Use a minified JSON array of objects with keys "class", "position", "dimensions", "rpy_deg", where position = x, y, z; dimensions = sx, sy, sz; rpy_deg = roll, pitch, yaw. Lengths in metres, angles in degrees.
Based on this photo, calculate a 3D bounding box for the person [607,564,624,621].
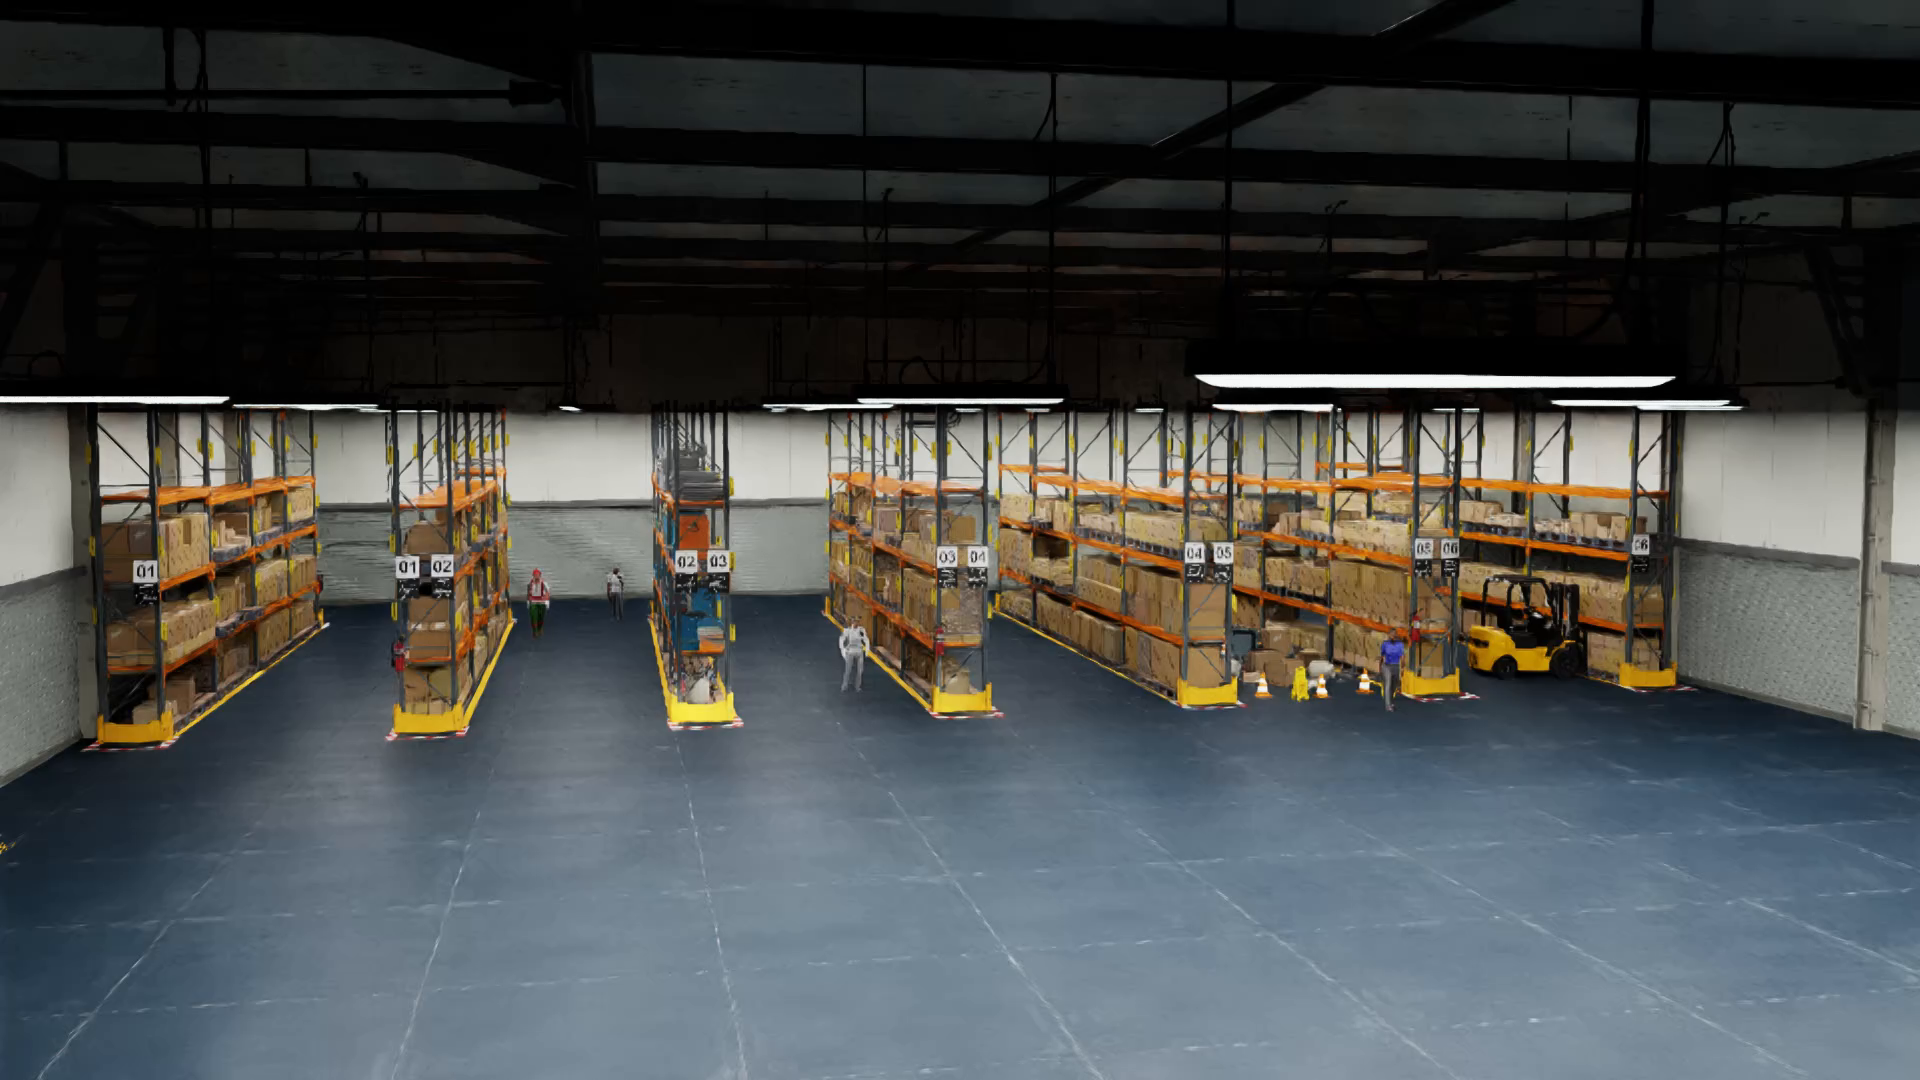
[{"class":"person","position":[-9.556,1.435,46.154],"dimensions":[0.456,1.589,1.088],"rpy_deg":[-1,4,-10]}]

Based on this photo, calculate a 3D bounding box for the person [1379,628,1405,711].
[{"class":"person","position":[8.372,2.485,32.192],"dimensions":[0.444,1.585,0.990],"rpy_deg":[0,4,-2]}]

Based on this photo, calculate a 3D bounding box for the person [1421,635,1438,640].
[{"class":"person","position":[10.676,2.064,37.768],"dimensions":[0.419,1.603,0.504],"rpy_deg":[-3,5,-38]}]

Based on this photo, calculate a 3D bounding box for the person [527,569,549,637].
[{"class":"person","position":[-10.935,1.608,43.102],"dimensions":[0.564,1.736,1.044],"rpy_deg":[-1,4,-13]}]

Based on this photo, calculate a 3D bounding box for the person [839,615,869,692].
[{"class":"person","position":[-2.184,2.336,34.323],"dimensions":[0.639,1.620,0.498],"rpy_deg":[-1,4,-14]}]
